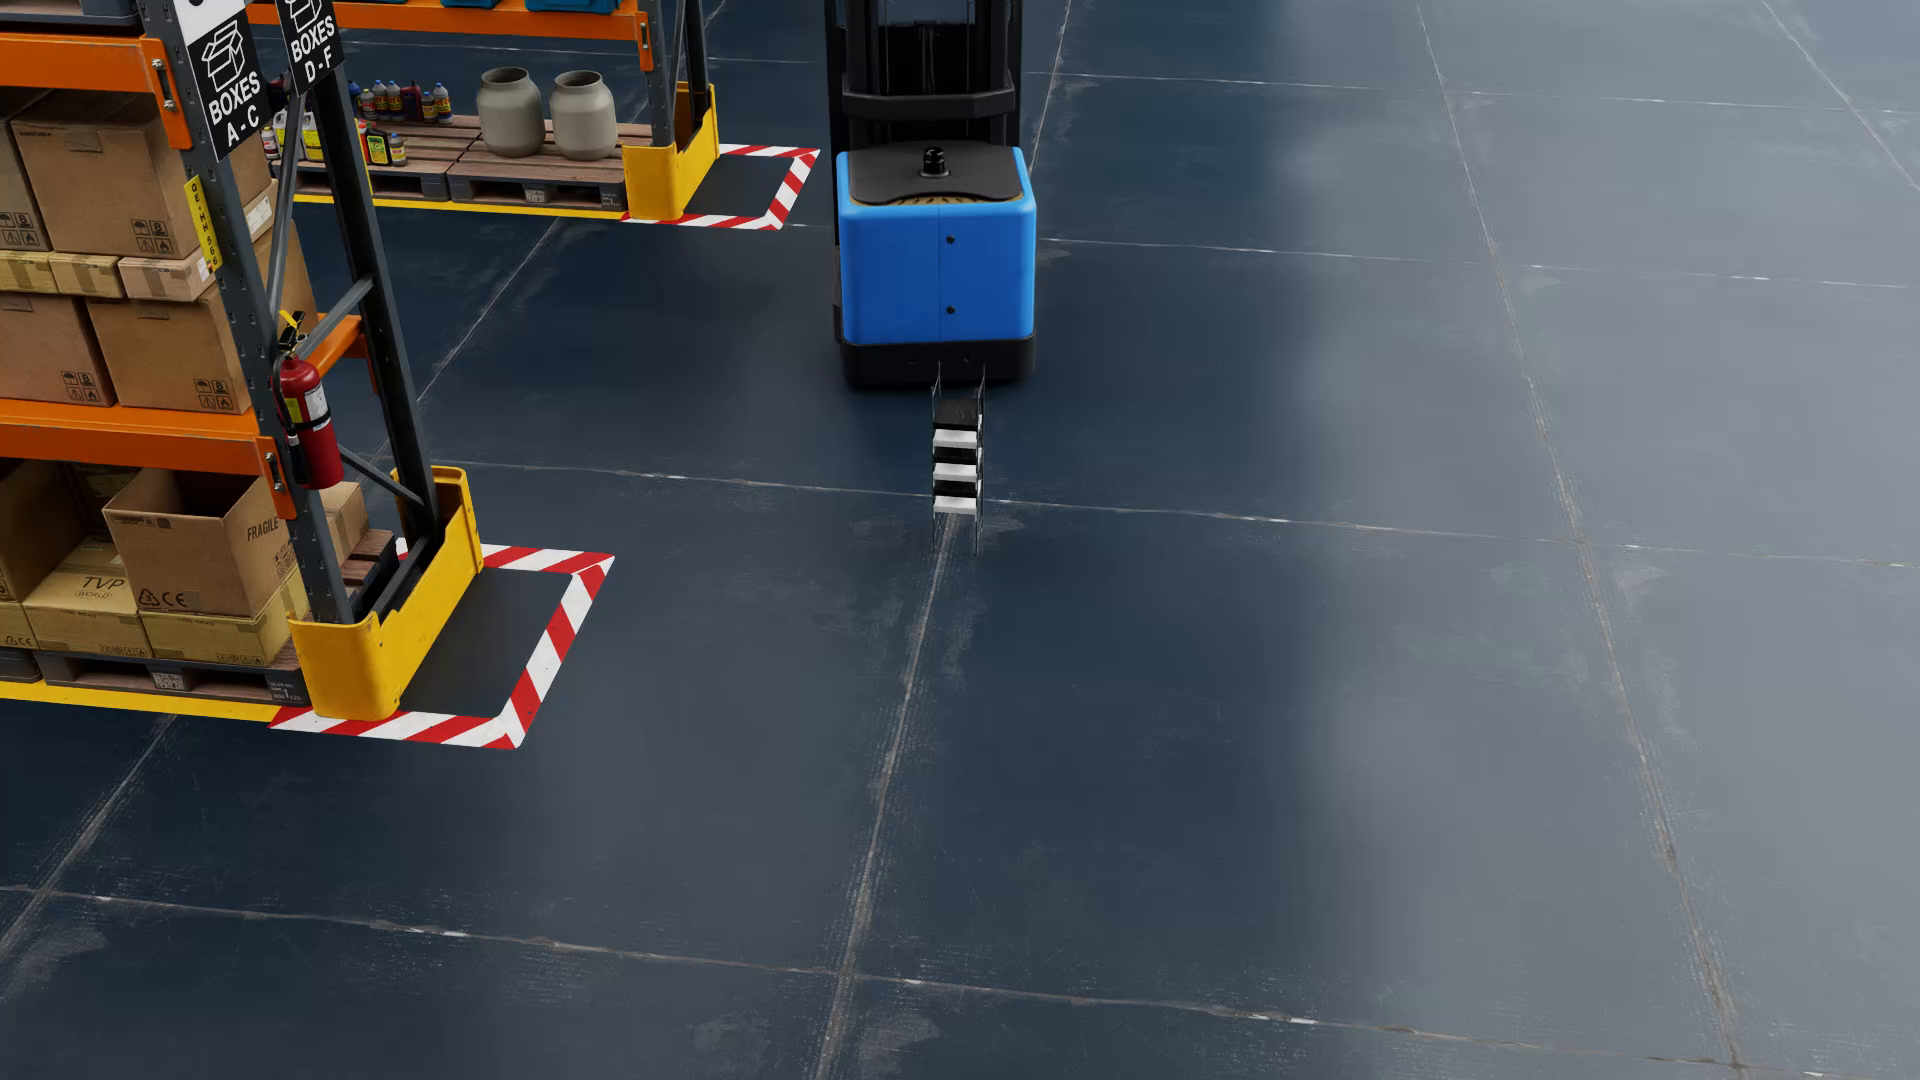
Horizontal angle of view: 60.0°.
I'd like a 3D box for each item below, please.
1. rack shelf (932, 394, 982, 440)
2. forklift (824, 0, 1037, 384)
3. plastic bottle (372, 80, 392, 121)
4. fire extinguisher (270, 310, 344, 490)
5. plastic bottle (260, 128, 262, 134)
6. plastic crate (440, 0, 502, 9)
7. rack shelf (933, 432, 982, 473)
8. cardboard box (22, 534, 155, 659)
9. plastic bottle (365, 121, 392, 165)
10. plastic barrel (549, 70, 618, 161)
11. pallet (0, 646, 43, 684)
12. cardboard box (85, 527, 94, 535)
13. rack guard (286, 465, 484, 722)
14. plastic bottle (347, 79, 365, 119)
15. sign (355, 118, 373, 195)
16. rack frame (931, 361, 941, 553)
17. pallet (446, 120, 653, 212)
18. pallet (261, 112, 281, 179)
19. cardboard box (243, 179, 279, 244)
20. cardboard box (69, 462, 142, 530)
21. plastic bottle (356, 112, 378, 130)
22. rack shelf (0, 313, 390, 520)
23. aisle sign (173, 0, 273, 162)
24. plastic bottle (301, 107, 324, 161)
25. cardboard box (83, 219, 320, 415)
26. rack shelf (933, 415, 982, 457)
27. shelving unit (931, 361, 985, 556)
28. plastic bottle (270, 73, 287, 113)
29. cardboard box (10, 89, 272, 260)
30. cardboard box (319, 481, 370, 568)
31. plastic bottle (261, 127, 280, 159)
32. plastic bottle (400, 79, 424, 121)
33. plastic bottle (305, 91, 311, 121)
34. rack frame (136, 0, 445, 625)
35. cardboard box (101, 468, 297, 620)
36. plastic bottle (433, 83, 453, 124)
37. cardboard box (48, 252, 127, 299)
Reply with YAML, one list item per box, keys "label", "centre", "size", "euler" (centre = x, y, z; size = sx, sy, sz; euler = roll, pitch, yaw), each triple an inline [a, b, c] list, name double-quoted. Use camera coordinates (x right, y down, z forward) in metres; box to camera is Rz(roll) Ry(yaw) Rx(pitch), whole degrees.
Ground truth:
- label: "rack shelf"
  centre: [-0.008, -0.560, 7.540]
  size: [0.200, 0.077, 0.258]
  euler: [4, 36, 6]
- label: "forklift"
  centre: [-0.220, -2.871, 9.438]
  size: [1.130, 2.935, 3.031]
  euler: [-3, 36, -4]
- label: "plastic bottle"
  centre: [-4.051, -3.084, 11.647]
  size: [0.097, 0.271, 0.097]
  euler: [0, 36, 0]
- label: "fire extinguisher"
  centre: [-2.429, -0.507, 6.133]
  size: [0.183, 0.674, 0.296]
  euler: [4, 36, 6]
- label: "plastic bottle"
  centre: [-4.735, -2.731, 11.152]
  size: [0.097, 0.271, 0.097]
  euler: [0, 36, 0]
- label: "plastic crate"
  centre: [-3.031, -3.524, 10.422]
  size: [0.408, 0.251, 0.499]
  euler: [4, 36, 6]
- label: "rack shelf"
  centre: [-0.008, -0.413, 7.644]
  size: [0.200, 0.077, 0.258]
  euler: [4, 36, 6]
- label: "cardboard box"
  centre: [-3.555, 0.234, 7.034]
  size: [0.500, 0.250, 0.500]
  euler: [4, 36, 6]
- label: "plastic bottle"
  centre: [-3.849, -2.624, 10.991]
  size: [0.133, 0.283, 0.061]
  euler: [5, 36, 7]
- label: "plastic barrel"
  centre: [-2.515, -2.832, 11.104]
  size: [0.421, 0.512, 0.421]
  euler: [0, 36, 0]
- label: "pallet"
  centre: [-4.458, 0.196, 7.482]
  size: [1.213, 0.211, 1.003]
  euler: [4, 36, 6]
- label: "cardboard box"
  centre: [-3.983, -0.107, 7.511]
  size: [0.500, 0.250, 0.500]
  euler: [4, 36, 6]
- label: "rack guard"
  centre: [-2.464, 0.204, 7.221]
  size: [0.348, 0.500, 1.175]
  euler: [4, 36, 6]
- label: "plastic bottle"
  centre: [-4.252, -3.099, 11.668]
  size: [0.097, 0.271, 0.097]
  euler: [0, 36, 0]
- label: "sign"
  centre: [-2.411, -1.519, 6.671]
  size: [0.005, 0.325, 0.100]
  euler: [4, 36, 6]
- label: "rack frame"
  centre: [-0.109, -0.374, 7.688]
  size: [0.006, 0.900, 0.240]
  euler: [4, 36, 6]
- label: "pallet"
  centre: [-2.739, -2.576, 11.365]
  size: [1.213, 0.211, 1.003]
  euler: [4, 36, 6]
- label: "pallet"
  centre: [-5.160, -2.756, 11.618]
  size: [1.213, 0.211, 1.003]
  euler: [4, 36, 6]
- label: "cardboard box"
  centre: [-2.849, -1.273, 6.495]
  size: [0.250, 0.149, 0.380]
  euler: [4, 36, 6]
- label: "cardboard box"
  centre: [-3.487, -0.376, 7.242]
  size: [0.500, 0.500, 0.500]
  euler: [4, 36, 6]
- label: "plastic bottle"
  centre: [-3.964, -2.721, 11.128]
  size: [0.133, 0.283, 0.061]
  euler: [4, 36, 6]
- label: "rack shelf"
  centre: [-4.471, -0.670, 6.914]
  size: [4.000, 0.370, 1.077]
  euler: [4, 36, 6]
- label: "aisle sign"
  centre: [-2.460, -1.699, 5.499]
  size: [0.004, 0.787, 0.394]
  euler: [4, 36, 6]
- label: "plastic bottle"
  centre: [-4.279, -2.708, 11.051]
  size: [0.185, 0.351, 0.144]
  euler: [6, 36, 8]
- label: "cardboard box"
  centre: [-2.949, -0.898, 6.527]
  size: [0.500, 0.500, 0.700]
  euler: [4, 36, 6]
- label: "rack shelf"
  centre: [-0.008, -0.486, 7.592]
  size: [0.200, 0.077, 0.258]
  euler: [4, 36, 6]
- label: "shelving unit"
  centre: [-0.008, -0.367, 7.677]
  size: [0.210, 0.900, 0.258]
  euler: [4, 36, 6]
- label: "plastic bottle"
  centre: [-4.788, -3.154, 11.735]
  size: [0.133, 0.283, 0.061]
  euler: [7, 36, 9]
- label: "cardboard box"
  centre: [-3.001, -1.430, 6.156]
  size: [0.500, 0.500, 0.700]
  euler: [4, 36, 6]
- label: "cardboard box"
  centre: [-2.991, -0.035, 7.410]
  size: [0.500, 0.250, 0.500]
  euler: [4, 36, 6]
- label: "plastic bottle"
  centre: [-4.608, -2.658, 11.110]
  size: [0.097, 0.201, 0.097]
  euler: [0, 36, 0]
- label: "plastic bottle"
  centre: [-3.834, -3.083, 11.635]
  size: [0.133, 0.283, 0.061]
  euler: [5, 36, 7]
- label: "plastic bottle"
  centre: [-4.487, -3.043, 11.579]
  size: [0.133, 0.283, 0.061]
  euler: [4, 36, 6]
- label: "rack frame"
  centre: [-2.488, -0.815, 6.498]
  size: [0.127, 3.000, 1.000]
  euler: [4, 36, 6]
- label: "cardboard box"
  centre: [-3.057, -0.040, 6.772]
  size: [0.500, 0.500, 0.500]
  euler: [4, 36, 6]
- label: "plastic bottle"
  centre: [-3.612, -3.051, 11.601]
  size: [0.097, 0.271, 0.097]
  euler: [0, 36, 0]
- label: "cardboard box"
  centre: [-3.151, -1.057, 6.192]
  size: [0.250, 0.149, 0.380]
  euler: [5, 36, 7]
